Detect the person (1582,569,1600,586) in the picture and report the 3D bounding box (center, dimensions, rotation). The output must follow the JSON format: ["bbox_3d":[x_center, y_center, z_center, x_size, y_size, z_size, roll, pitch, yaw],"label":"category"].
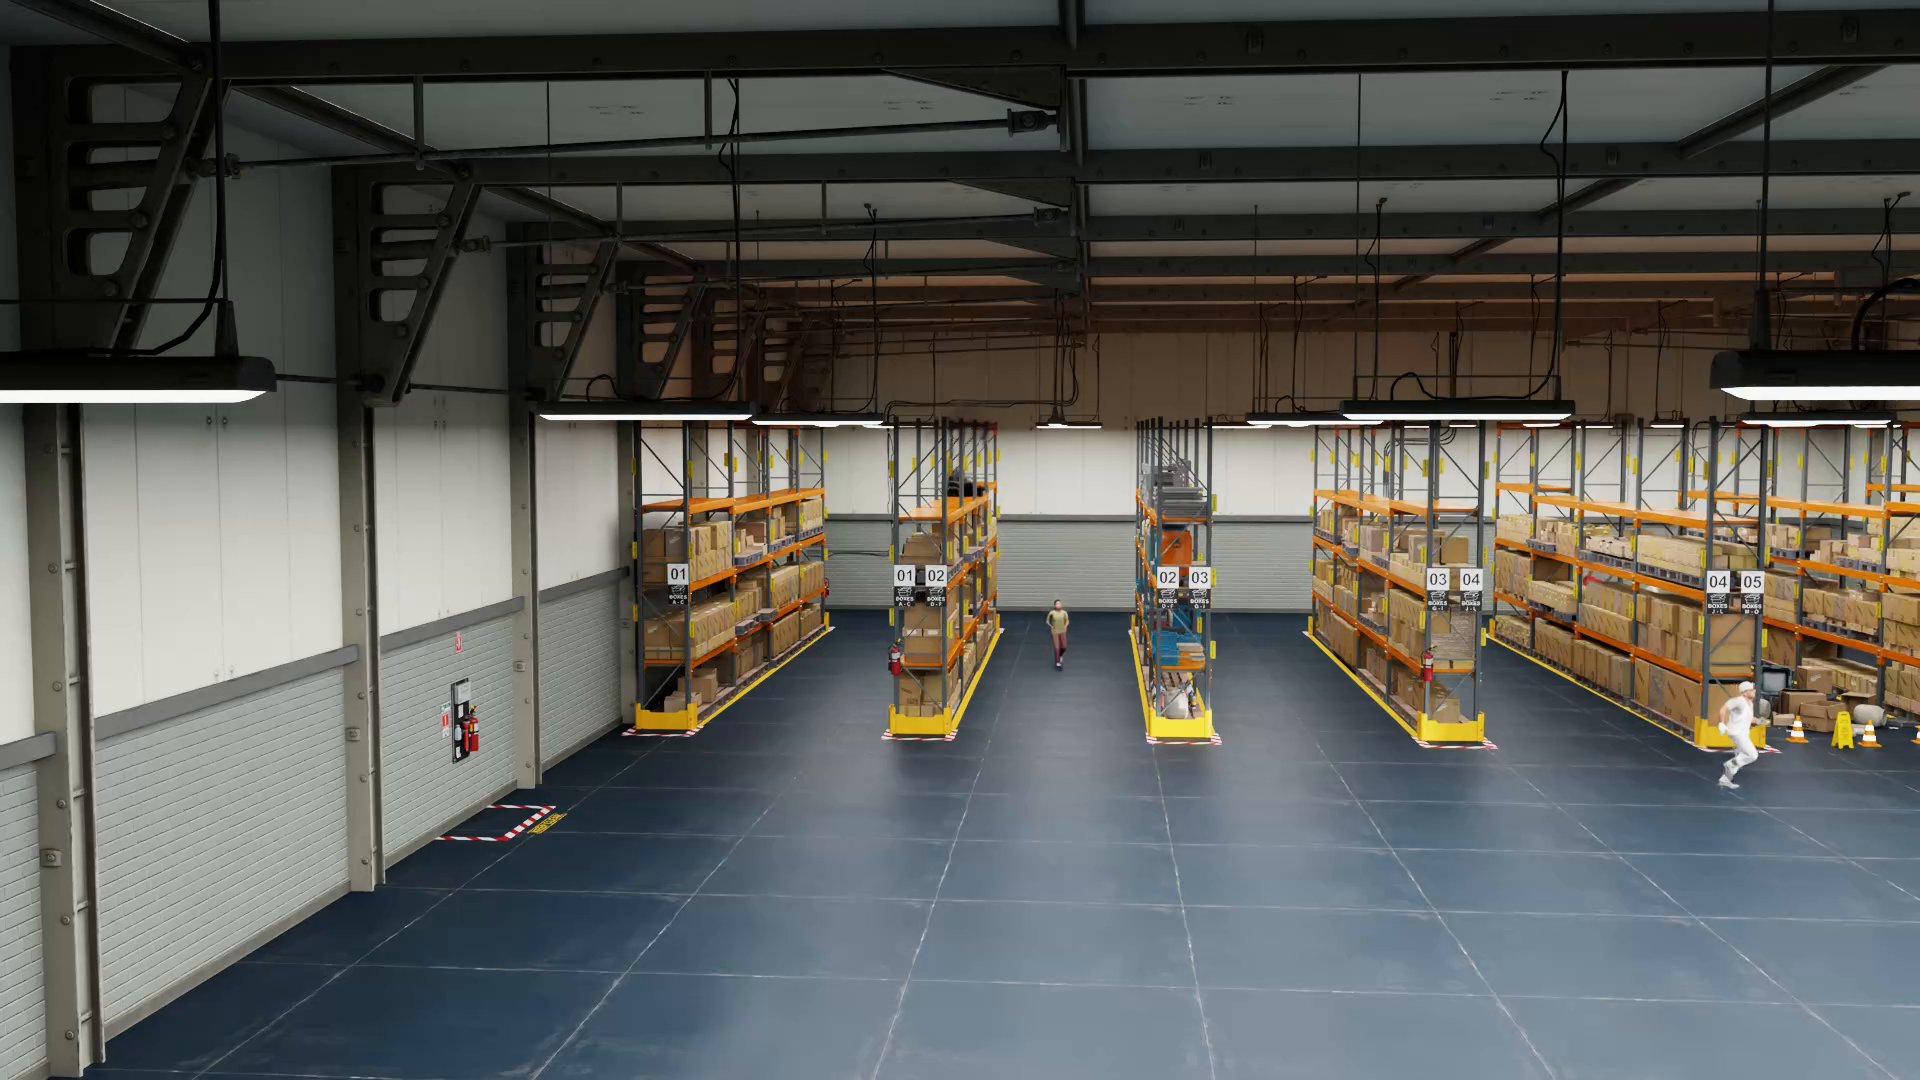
[{"bbox_3d":[18.217,1.699,48.177,0.985,1.740,0.679,-1,4,-13],"label":"person"}]

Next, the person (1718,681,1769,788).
[{"bbox_3d":[12.498,3.119,26.516,0.709,1.726,0.681,-4,5,-44],"label":"person"}]

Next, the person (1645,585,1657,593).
[{"bbox_3d":[19.673,1.792,47.298,0.685,1.708,0.745,1,4,19],"label":"person"}]

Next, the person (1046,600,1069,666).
[{"bbox_3d":[2.390,2.263,40.524,0.574,1.621,0.563,0,4,-6],"label":"person"}]
